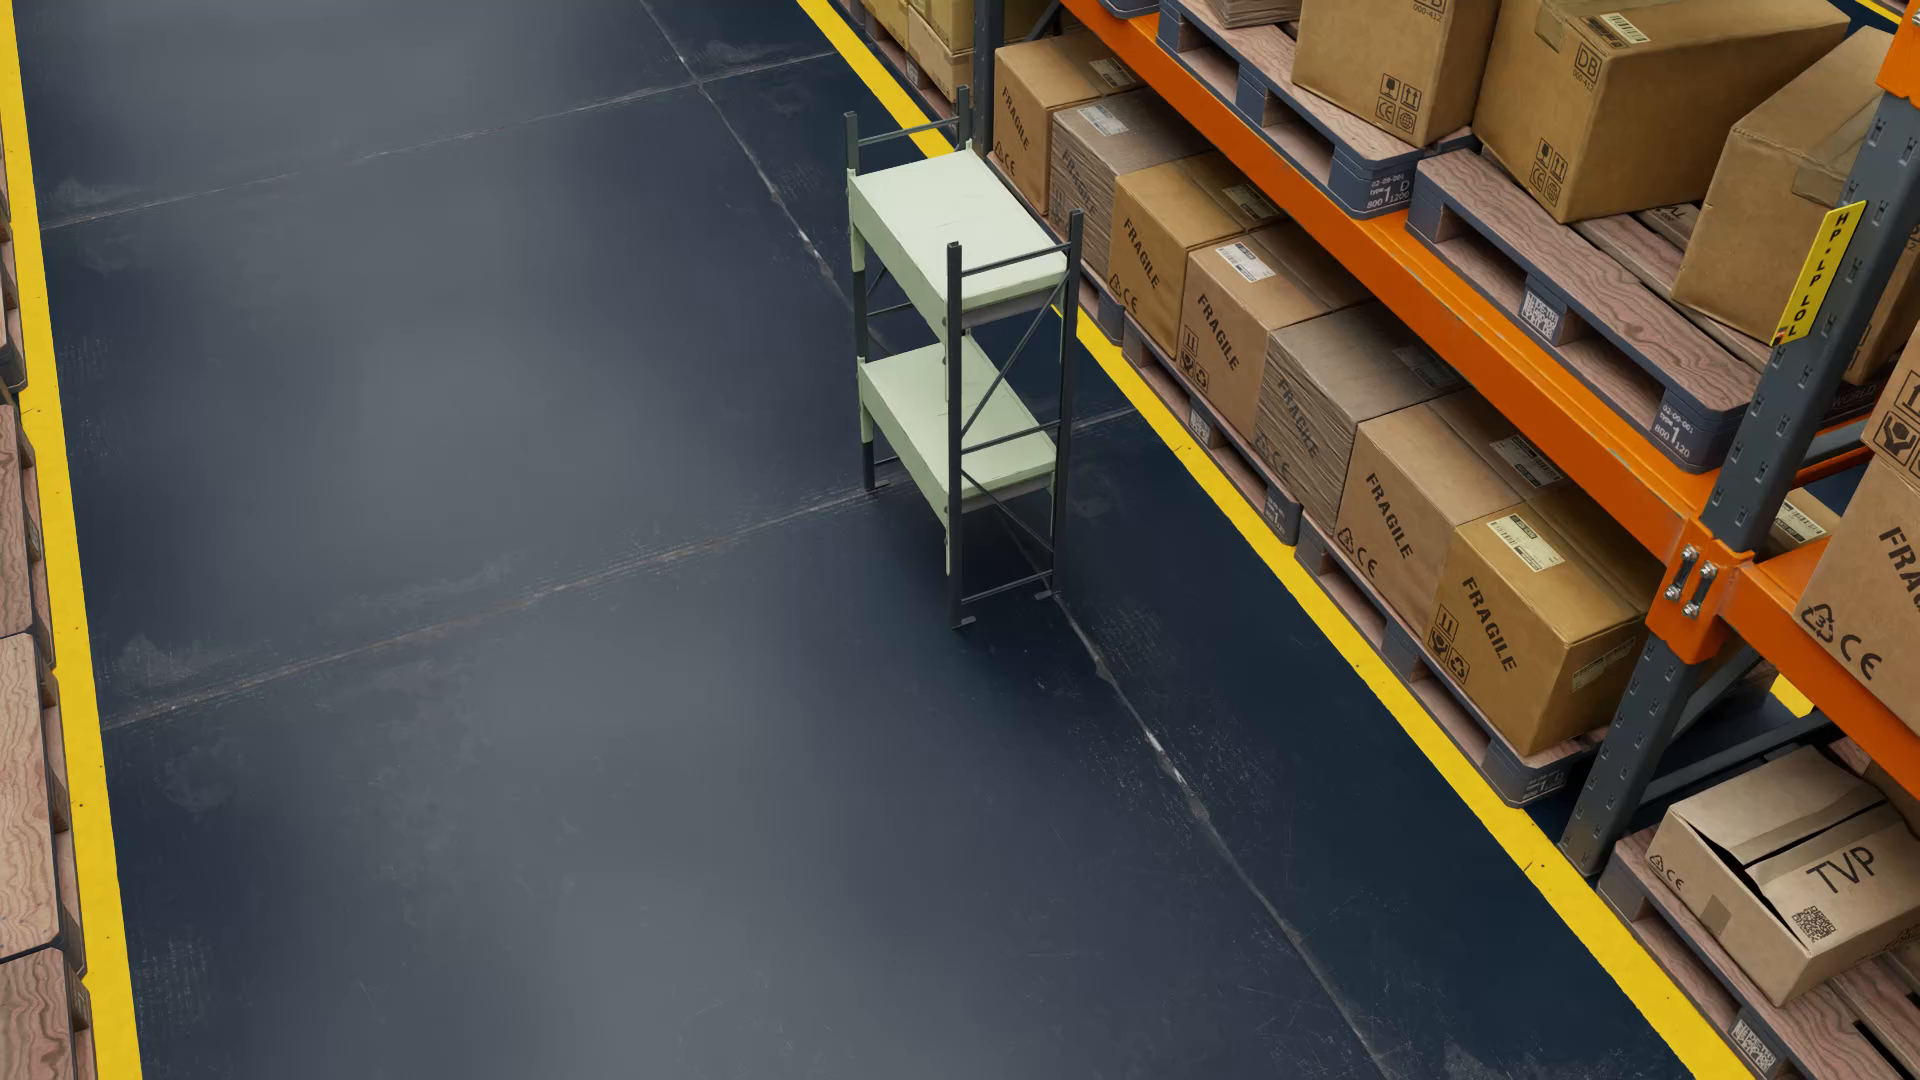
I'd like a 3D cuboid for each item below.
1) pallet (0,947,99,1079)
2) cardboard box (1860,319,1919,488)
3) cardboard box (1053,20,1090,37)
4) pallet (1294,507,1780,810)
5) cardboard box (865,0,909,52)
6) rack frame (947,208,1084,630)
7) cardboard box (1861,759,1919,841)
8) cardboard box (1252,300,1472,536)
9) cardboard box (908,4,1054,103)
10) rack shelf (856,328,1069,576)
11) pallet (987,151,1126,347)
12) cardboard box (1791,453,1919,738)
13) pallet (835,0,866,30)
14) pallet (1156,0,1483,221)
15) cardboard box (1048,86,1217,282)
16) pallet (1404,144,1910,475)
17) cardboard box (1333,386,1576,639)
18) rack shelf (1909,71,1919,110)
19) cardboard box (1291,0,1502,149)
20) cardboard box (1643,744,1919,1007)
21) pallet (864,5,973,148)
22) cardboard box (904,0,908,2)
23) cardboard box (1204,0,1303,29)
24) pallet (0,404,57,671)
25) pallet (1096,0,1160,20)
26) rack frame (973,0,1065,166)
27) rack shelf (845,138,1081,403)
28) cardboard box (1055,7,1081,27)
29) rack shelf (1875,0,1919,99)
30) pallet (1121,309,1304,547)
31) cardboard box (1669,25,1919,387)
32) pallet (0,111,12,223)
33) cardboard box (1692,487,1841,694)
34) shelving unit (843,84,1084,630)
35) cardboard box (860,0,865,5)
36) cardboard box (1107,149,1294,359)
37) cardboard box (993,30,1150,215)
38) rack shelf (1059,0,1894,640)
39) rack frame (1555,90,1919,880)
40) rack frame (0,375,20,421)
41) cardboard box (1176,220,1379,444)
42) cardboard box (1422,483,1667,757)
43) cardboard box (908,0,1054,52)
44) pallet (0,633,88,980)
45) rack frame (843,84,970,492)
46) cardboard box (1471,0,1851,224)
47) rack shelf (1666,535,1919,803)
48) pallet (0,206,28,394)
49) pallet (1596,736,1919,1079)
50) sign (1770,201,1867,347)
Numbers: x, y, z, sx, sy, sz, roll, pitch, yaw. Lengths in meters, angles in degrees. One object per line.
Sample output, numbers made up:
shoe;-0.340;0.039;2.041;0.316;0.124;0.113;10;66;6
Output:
pallet;-2.567;1.667;3.910;1.003;0.211;1.213;-18;47;-17
cardboard box;2.158;-0.290;3.125;0.500;0.500;0.500;-17;47;-16
cardboard box;0.579;-2.422;7.728;0.500;0.250;0.500;-18;47;-18
pallet;1.839;0.204;5.393;1.003;0.211;1.213;-18;47;-17
cardboard box;-0.129;-2.592;7.900;0.500;0.250;0.500;-19;48;-18
rack frame;0.151;-0.305;4.991;0.400;1.500;0.023;-18;47;-17
cardboard box;2.712;0.731;4.340;0.500;0.500;0.500;-18;47;-17
cardboard box;1.337;-0.416;5.502;0.500;0.500;0.500;-17;47;-17
cardboard box;0.091;-2.265;7.568;0.500;0.250;0.500;-17;47;-16
rack shelf;-0.003;-0.306;5.457;0.431;0.370;0.720;-18;47;-17
pallet;0.813;-1.351;6.969;1.003;0.211;1.213;-18;47;-17
cardboard box;2.182;0.088;3.454;0.500;0.500;0.500;-17;47;-16
pallet;-0.287;-3.151;8.793;1.003;0.211;1.213;-18;47;-17
pallet;1.355;-1.525;5.296;1.003;0.211;1.213;-18;47;-17
cardboard box;0.691;-1.391;6.491;0.500;0.500;0.500;-20;48;-19
pallet;1.978;-0.755;4.516;1.003;0.211;1.213;-18;47;-17
cardboard box;1.547;-0.096;5.178;0.500;0.500;0.500;-18;47;-17
rack shelf;3.056;0.181;1.807;1.077;0.370;4.000;-18;47;-17
cardboard box;1.416;-1.575;4.840;0.700;0.500;0.500;-30;52;-27
cardboard box;2.195;0.850;4.354;0.500;0.311;0.500;-18;47;-17
pallet;0.222;-2.374;8.006;1.003;0.211;1.213;-18;47;-17
cardboard box;-0.135;-2.792;7.703;0.500;0.311;0.500;-19;48;-18
cardboard box;1.112;-2.009;5.280;0.700;0.500;0.500;-10;45;-10
pallet;-3.593;0.112;5.486;1.003;0.211;1.213;-18;47;-17
pallet;0.882;-2.351;6.134;1.213;0.211;1.003;-18;47;-17
rack frame;0.533;-2.831;6.483;1.000;3.000;0.127;-18;47;-17
rack shelf;-0.003;-0.816;4.953;0.431;0.370;0.720;-18;47;-17
cardboard box;0.579;-2.622;7.531;0.500;0.311;0.500;-17;47;-16
rack shelf;1.374;-2.368;4.391;1.077;0.370;4.000;-18;47;-17
pallet;1.322;-0.575;6.182;1.003;0.211;1.213;-18;47;-17
cardboard box;2.219;-0.835;4.090;0.700;0.500;0.500;-34;54;-30
pallet;-4.762;-1.659;7.281;1.003;0.211;1.213;-18;47;-17
cardboard box;2.233;0.071;5.009;0.500;0.500;0.500;-20;48;-19
shelving unit;-0.003;-0.538;5.228;0.431;1.500;0.755;-18;47;-17
cardboard box;-0.338;-2.914;8.226;0.500;0.250;0.500;-17;47;-17
cardboard box;0.897;-1.070;6.165;0.500;0.500;0.500;-19;48;-18
cardboard box;0.465;-1.723;6.827;0.500;0.500;0.500;-16;47;-16
rack shelf;1.374;-1.300;5.444;1.077;0.370;4.000;-18;47;-17
rack frame;2.215;-0.282;3.900;1.000;3.000;0.127;-18;47;-17
rack frame;-3.963;-1.370;5.003;1.000;3.000;0.127;-18;47;-17
cardboard box;1.121;-0.739;5.830;0.500;0.500;0.500;-20;48;-19
cardboard box;1.748;0.222;4.856;0.500;0.500;0.500;-18;47;-18
cardboard box;0.090;-2.462;7.369;0.500;0.311;0.500;-17;47;-16
pallet;-3.084;0.889;4.699;1.003;0.211;1.213;-18;47;-17
rack frame;-0.157;-0.771;5.464;0.400;1.500;0.023;-18;47;-17
cardboard box;1.872;-1.254;4.515;0.700;0.500;0.500;-11;46;-11
rack shelf;3.056;1.249;2.861;1.077;0.370;4.000;-18;47;-17
pallet;-4.253;-0.883;6.495;1.003;0.211;1.213;-18;47;-17
pallet;2.503;1.149;4.436;1.003;0.211;1.213;-18;47;-17
sign;1.713;-0.528;3.325;0.100;0.325;0.005;-18;47;-17
